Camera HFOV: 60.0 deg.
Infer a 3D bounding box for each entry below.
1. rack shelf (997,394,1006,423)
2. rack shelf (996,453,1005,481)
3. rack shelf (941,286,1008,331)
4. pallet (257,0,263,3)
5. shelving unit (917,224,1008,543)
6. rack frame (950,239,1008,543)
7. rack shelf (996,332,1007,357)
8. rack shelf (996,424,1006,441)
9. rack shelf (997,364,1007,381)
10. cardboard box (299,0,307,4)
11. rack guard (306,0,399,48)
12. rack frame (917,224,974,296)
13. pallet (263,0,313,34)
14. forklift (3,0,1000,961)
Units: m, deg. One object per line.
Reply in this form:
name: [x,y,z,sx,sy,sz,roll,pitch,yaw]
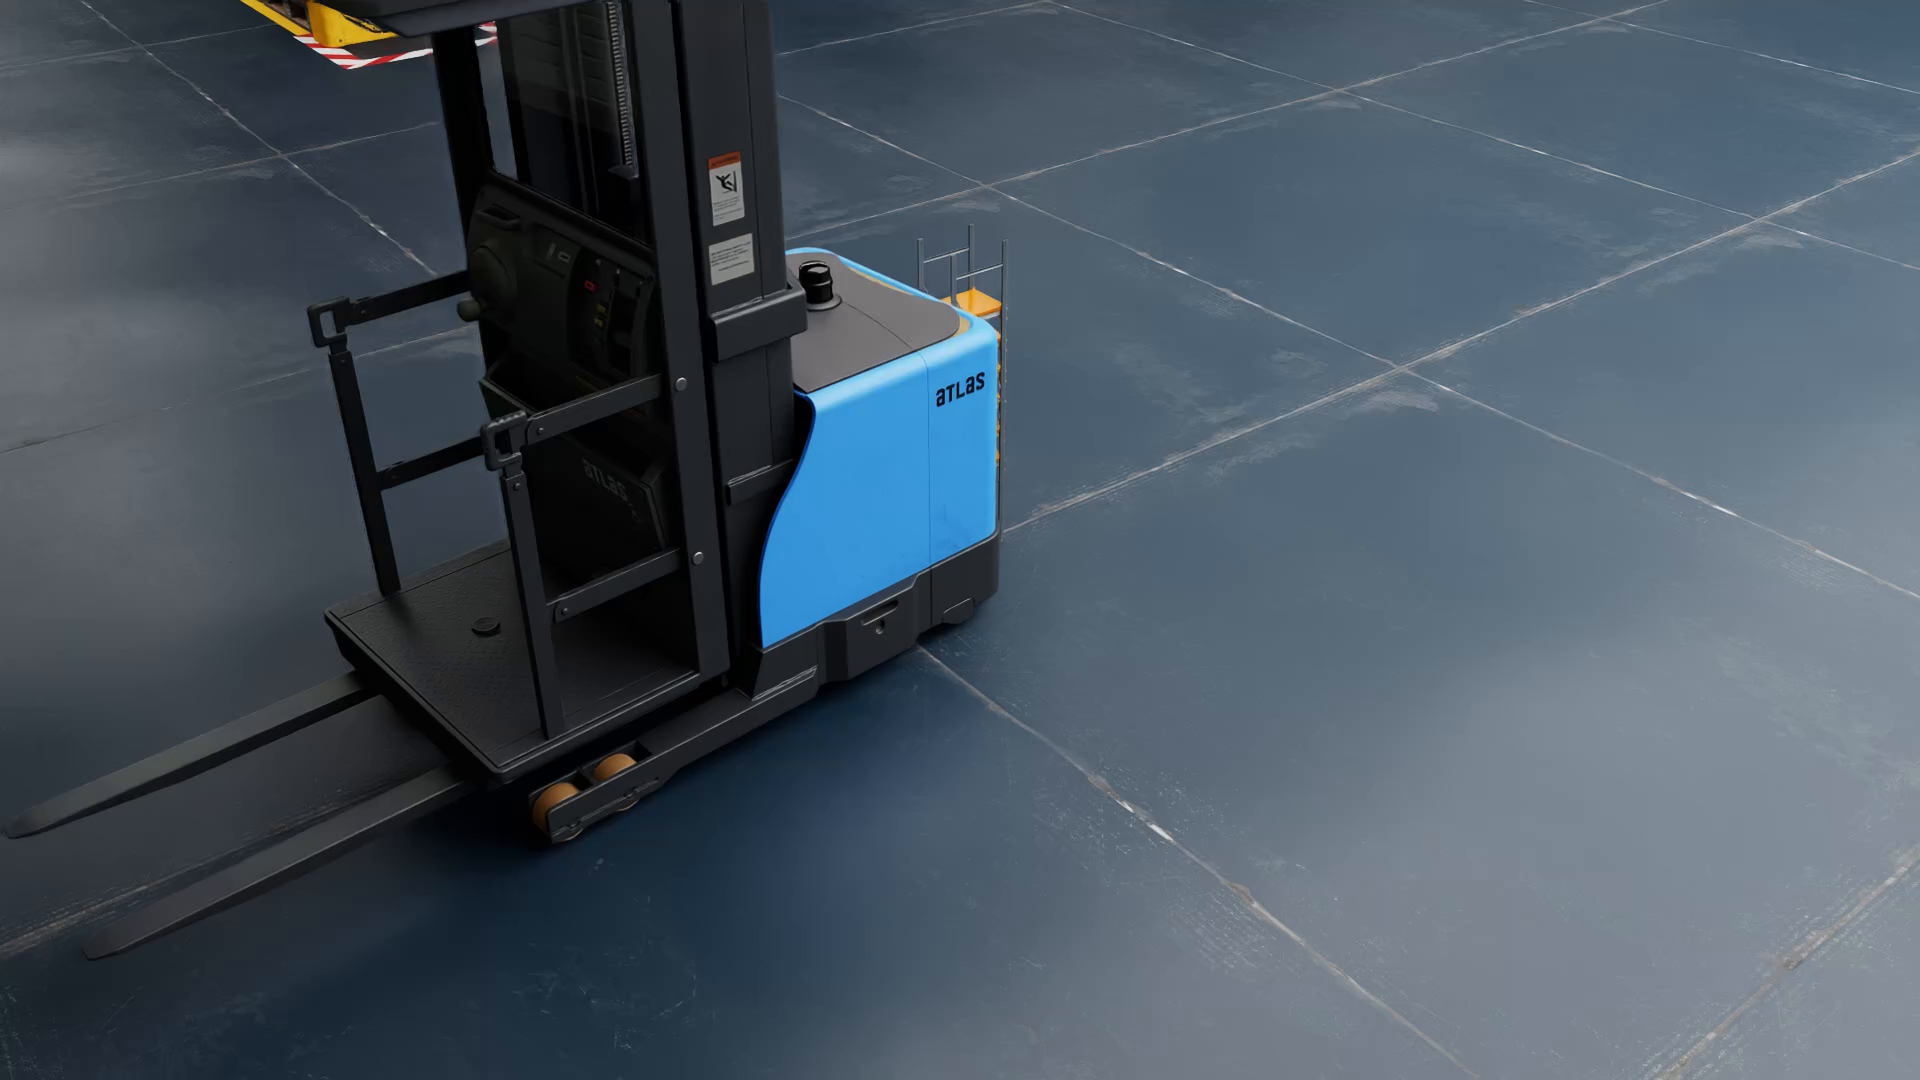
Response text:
rack shelf: [0.009,-0.466,5.947,0.258,0.103,0.180,-22,38,-31]
rack shelf: [0.009,-0.262,6.074,0.258,0.103,0.180,-22,38,-31]
rack shelf: [0.009,-0.772,5.757,0.258,0.103,0.180,-22,38,-31]
pallet: [-5.434,-4.698,13.613,1.003,0.211,1.213,-22,38,-31]
shelving unit: [0.009,-0.504,5.924,0.258,1.200,0.189,-22,38,-31]
rack frame: [0.065,-0.466,5.862,0.240,1.200,0.006,-22,38,-31]
rack shelf: [0.009,-0.670,5.821,0.258,0.103,0.180,-22,38,-31]
rack shelf: [0.009,-0.364,6.010,0.258,0.103,0.180,-22,38,-31]
rack shelf: [0.009,-0.568,5.884,0.258,0.103,0.180,-22,38,-31]
cardboard box: [-4.750,-4.207,12.389,0.500,0.250,0.500,-22,38,-31]
rack guard: [-4.173,-3.997,12.212,1.175,0.500,0.348,-22,38,-31]
rack frame: [-0.047,-0.542,5.985,0.240,1.200,0.006,-22,38,-31]
pallet: [-4.690,-4.190,12.795,1.003,0.211,1.213,-22,38,-31]
forklift: [-1.287,-0.681,4.568,3.031,2.935,1.130,-26,40,-35]
